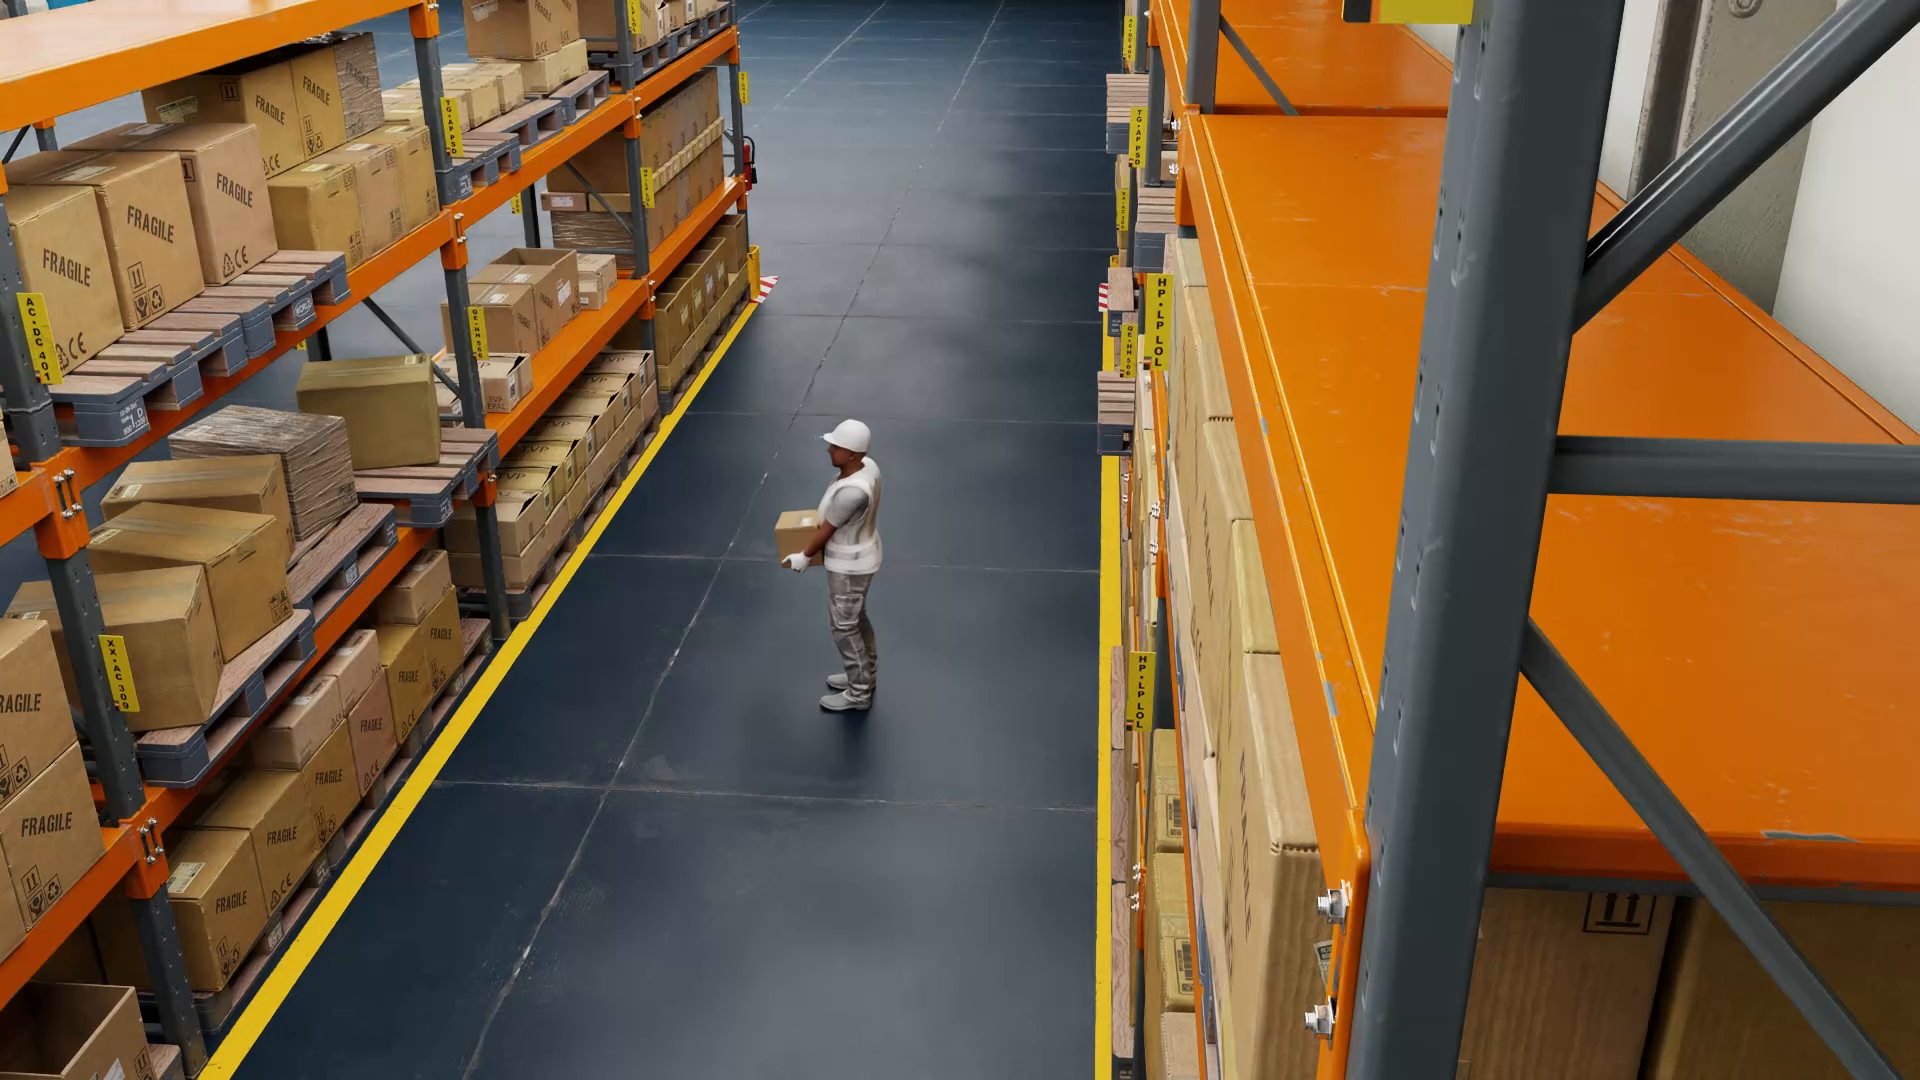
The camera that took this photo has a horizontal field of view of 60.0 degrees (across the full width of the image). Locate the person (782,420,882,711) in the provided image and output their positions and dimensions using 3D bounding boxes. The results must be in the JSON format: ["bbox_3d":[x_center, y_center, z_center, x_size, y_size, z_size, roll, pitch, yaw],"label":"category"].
[{"bbox_3d":[-0.736,0.138,9.684,0.565,1.781,0.489,2,24,4],"label":"person"}]
